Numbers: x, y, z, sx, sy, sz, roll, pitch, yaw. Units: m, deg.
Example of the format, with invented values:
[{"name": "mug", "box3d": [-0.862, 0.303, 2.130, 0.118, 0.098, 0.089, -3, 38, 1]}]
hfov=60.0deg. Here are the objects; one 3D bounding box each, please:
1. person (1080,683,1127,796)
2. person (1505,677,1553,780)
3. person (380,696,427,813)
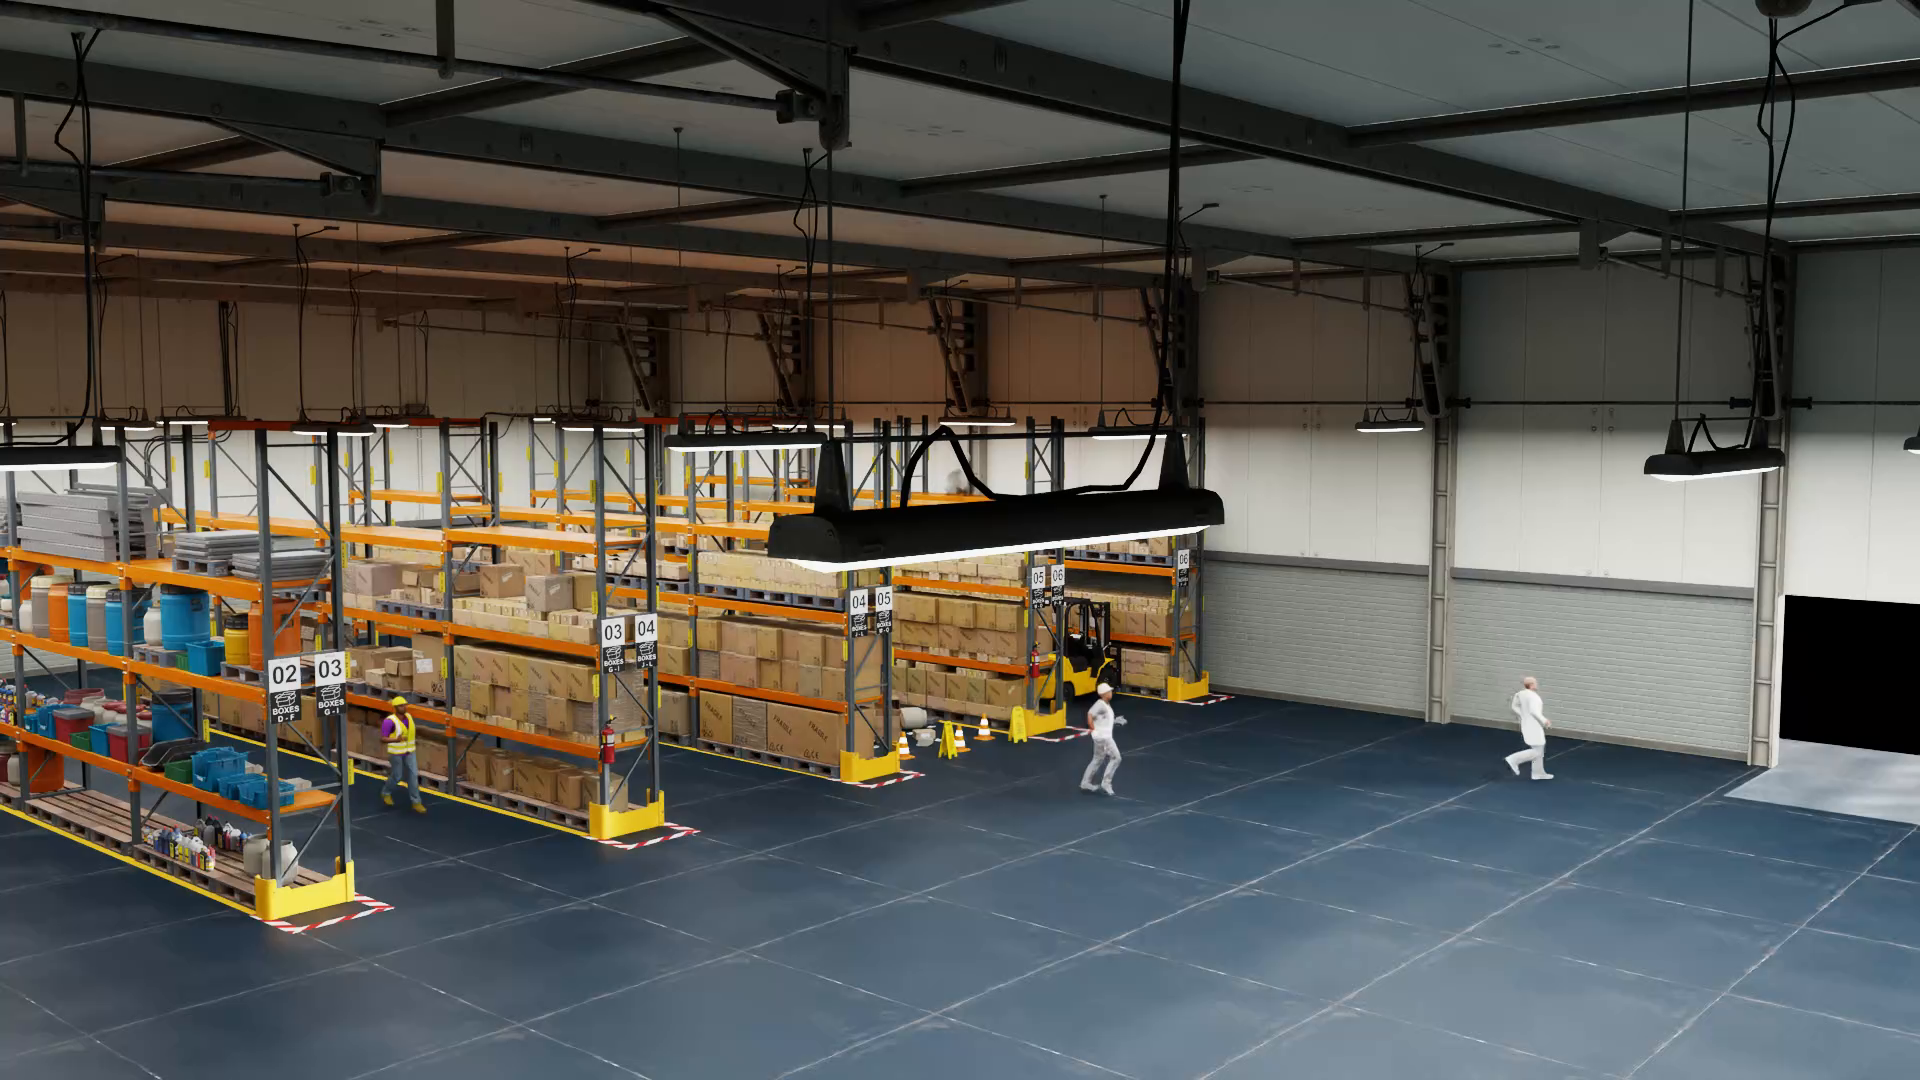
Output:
[{"name": "person", "box3d": [2.328, 3.224, 26.890, 0.754, 1.824, 0.657, 0, 5, -1]}, {"name": "person", "box3d": [9.508, 3.147, 27.761, 0.865, 1.745, 0.726, -1, 5, -6]}, {"name": "person", "box3d": [-8.616, 3.290, 25.655, 0.962, 1.770, 0.695, 4, 6, 37]}]
